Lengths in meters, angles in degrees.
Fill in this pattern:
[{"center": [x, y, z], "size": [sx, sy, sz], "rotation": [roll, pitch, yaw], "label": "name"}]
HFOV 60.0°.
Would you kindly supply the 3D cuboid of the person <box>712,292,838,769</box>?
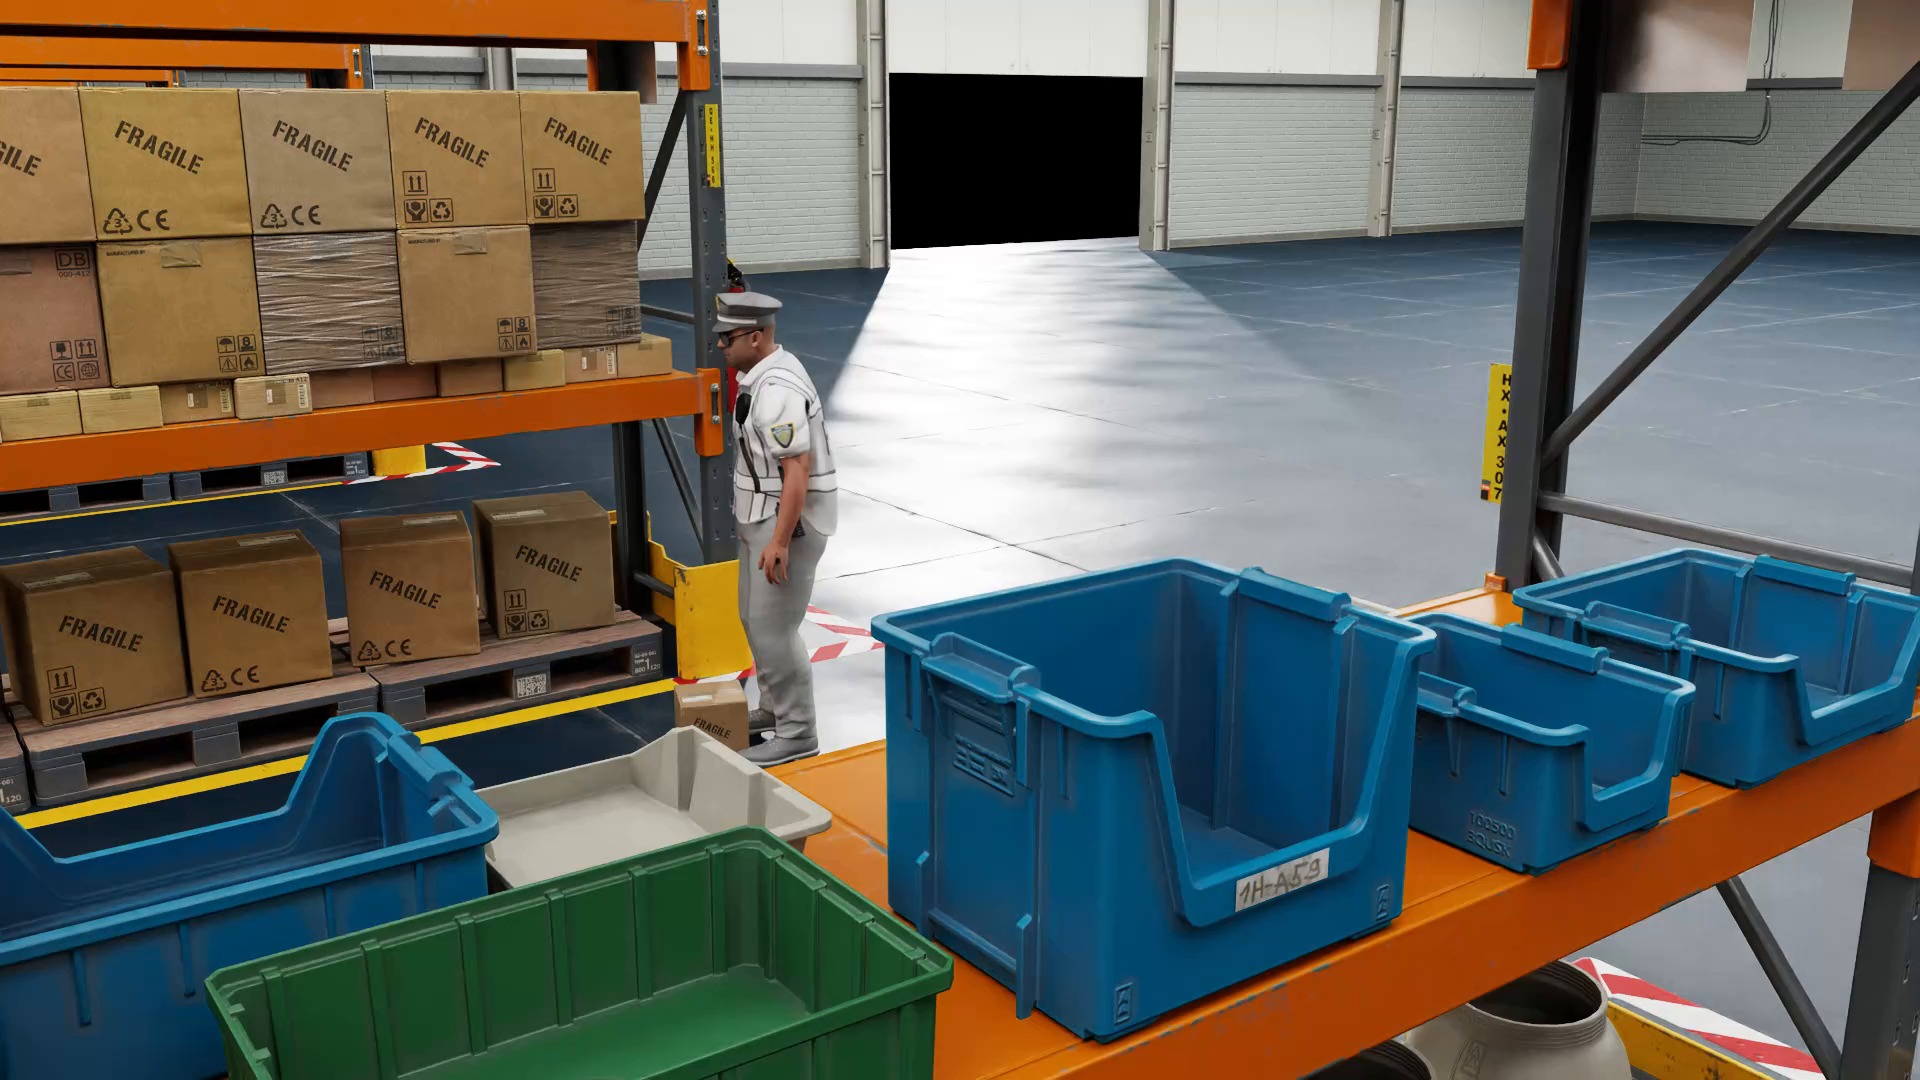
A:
[{"center": [-0.681, -0.049, 6.183], "size": [0.435, 1.748, 0.590], "rotation": [-4, 15, -15], "label": "person"}]
